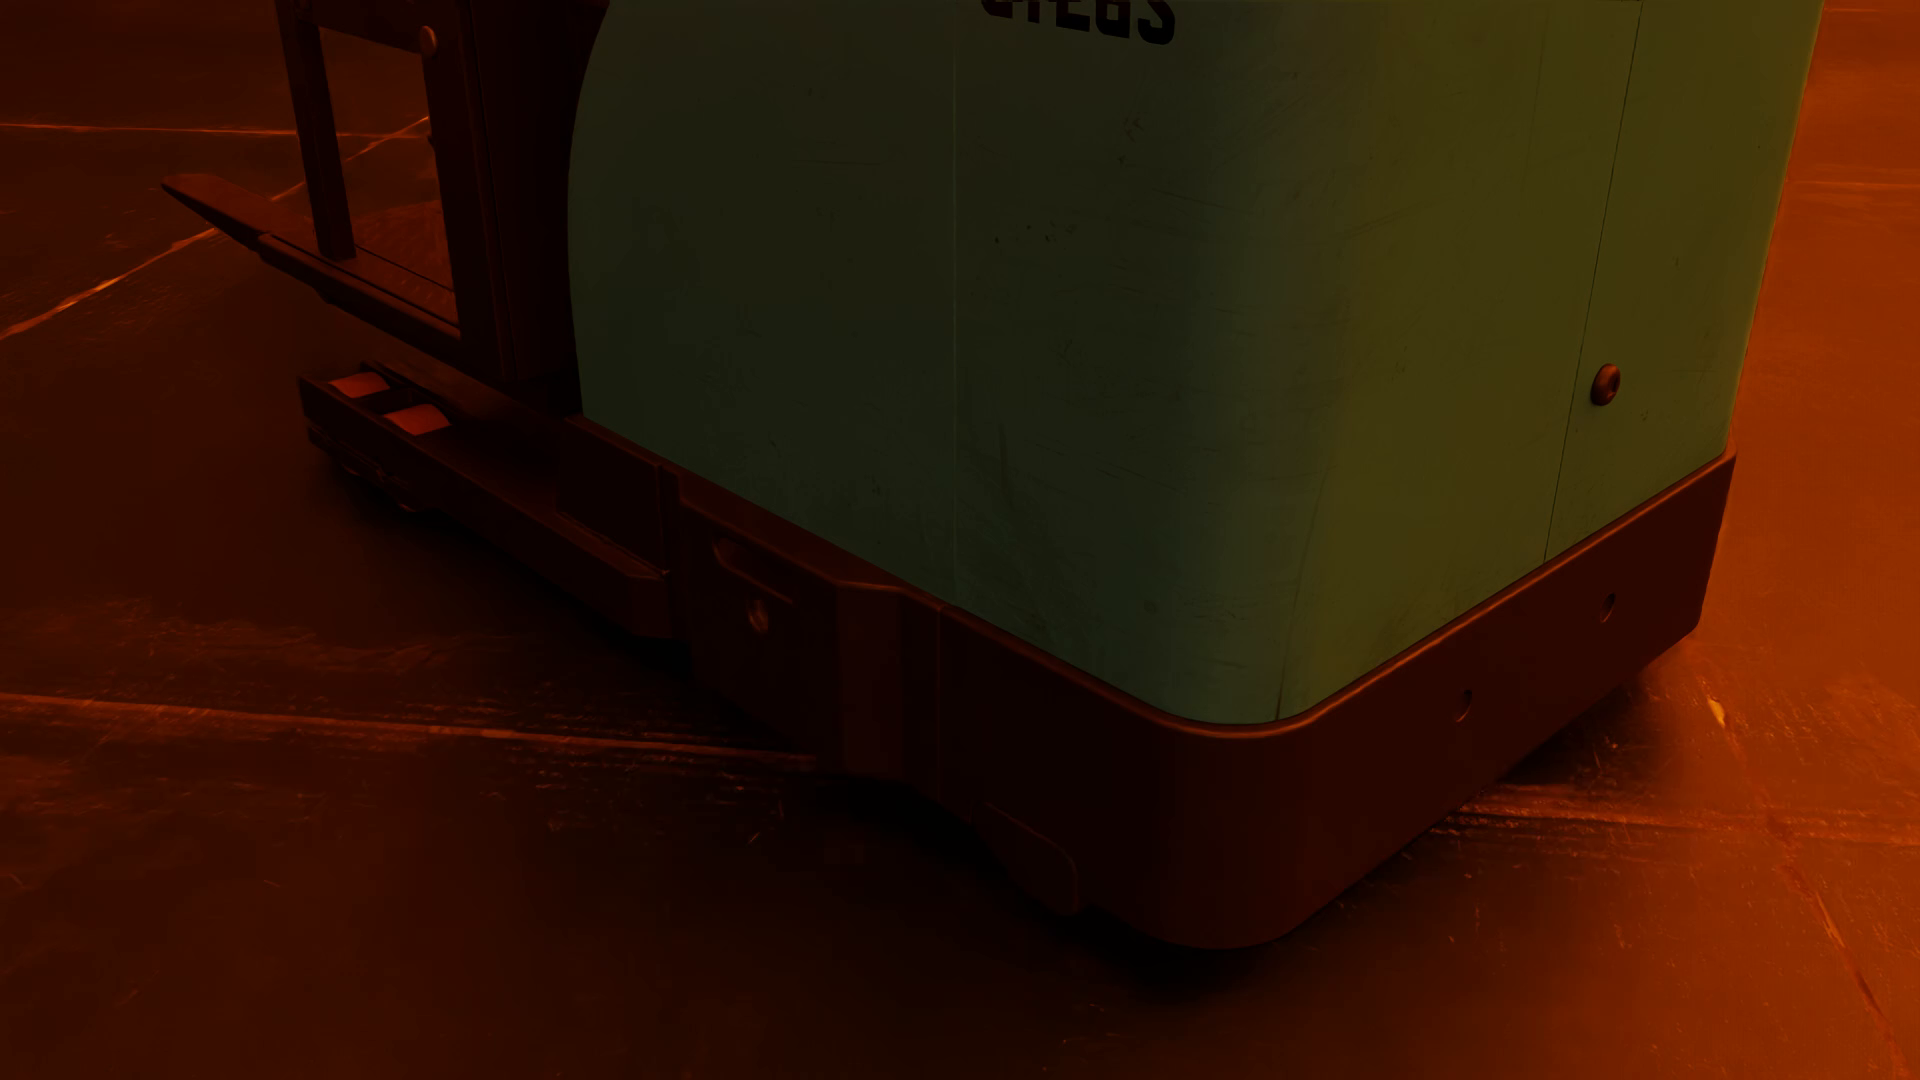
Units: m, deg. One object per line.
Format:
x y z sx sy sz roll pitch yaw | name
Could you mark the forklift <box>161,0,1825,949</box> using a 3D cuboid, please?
-0.420 -1.493 2.210 1.130 2.935 3.031 -23 34 -38 | forklift
